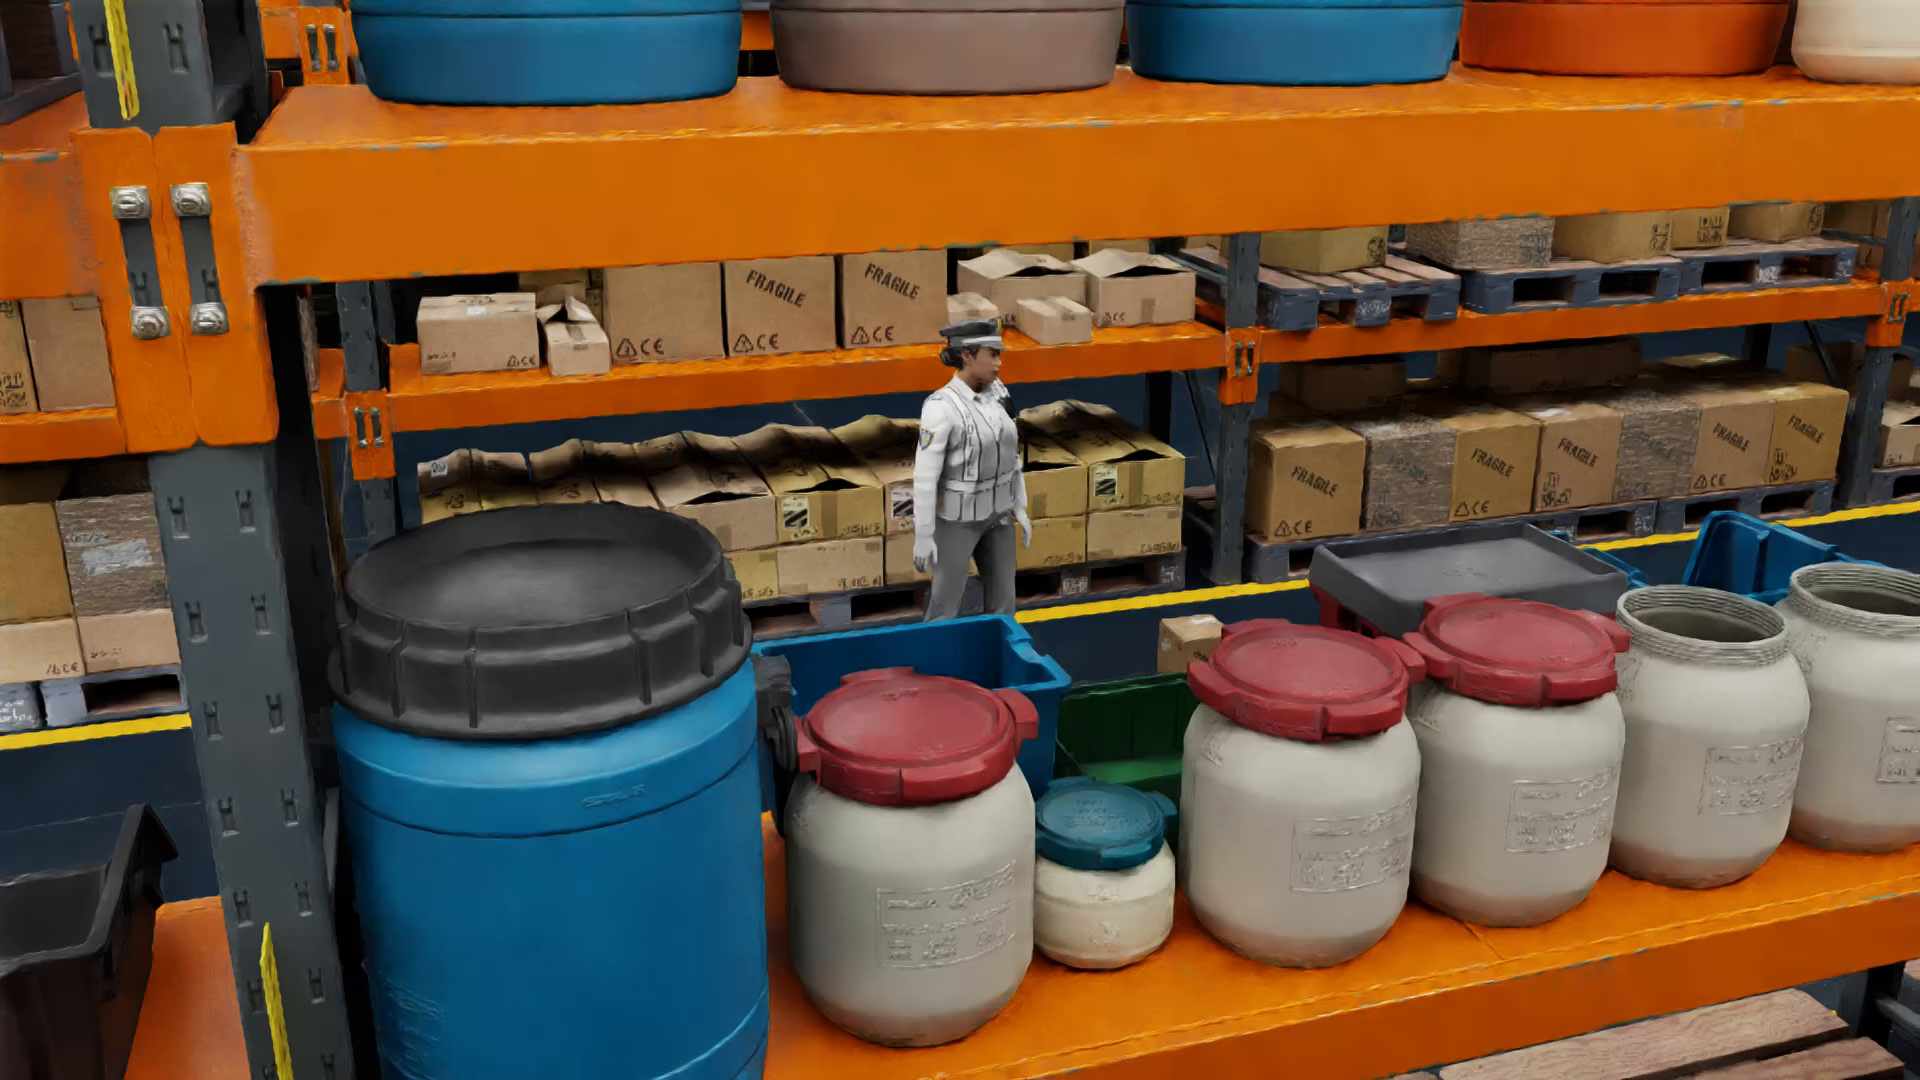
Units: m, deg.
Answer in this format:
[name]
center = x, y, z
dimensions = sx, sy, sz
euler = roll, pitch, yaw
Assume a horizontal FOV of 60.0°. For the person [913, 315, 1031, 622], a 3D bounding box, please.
[person]
center = 0.082, -0.059, 6.651
dimensions = 0.480, 1.685, 0.546
euler = 18, 26, 42
